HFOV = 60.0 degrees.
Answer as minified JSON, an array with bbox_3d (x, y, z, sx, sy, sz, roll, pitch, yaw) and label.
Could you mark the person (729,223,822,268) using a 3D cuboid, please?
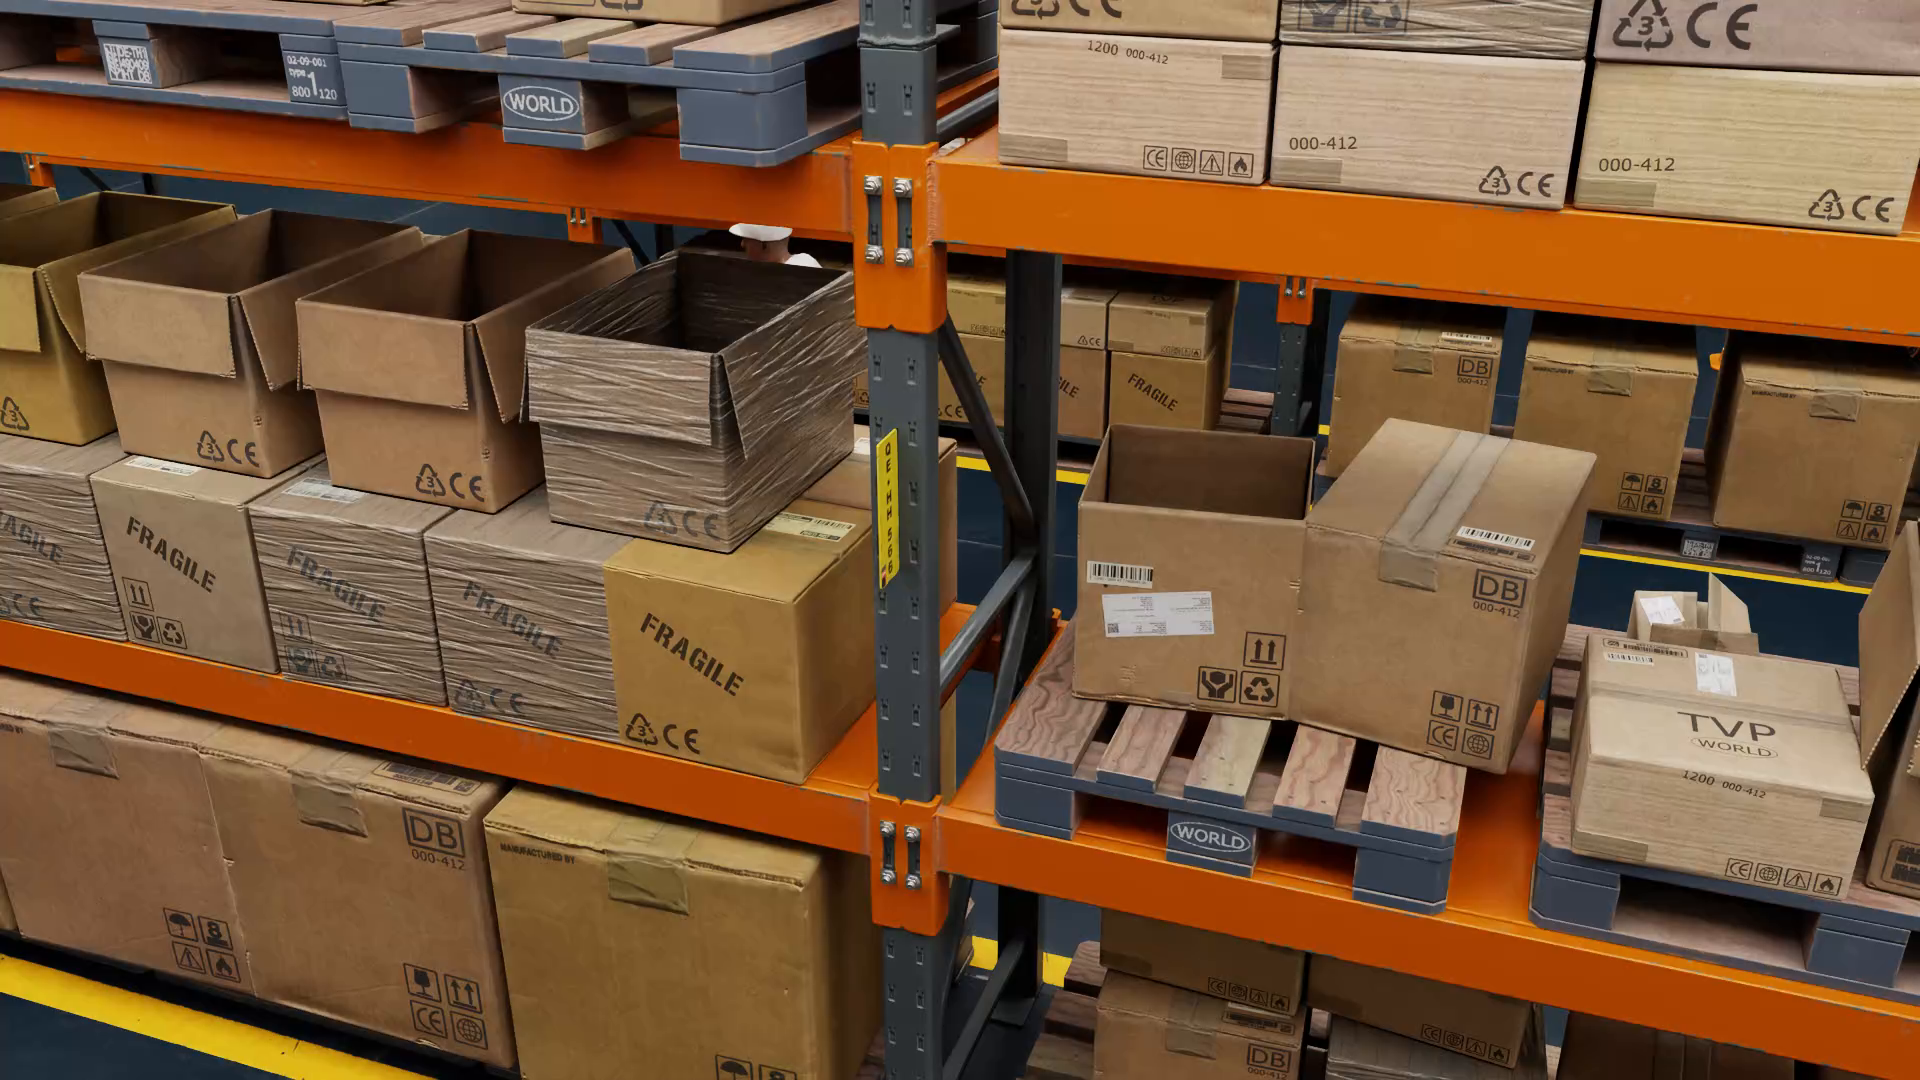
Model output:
[{"bbox_3d":[-0.765,-0.642,7.442,0.443,1.776,0.631,7,26,15],"label":"person"}]
